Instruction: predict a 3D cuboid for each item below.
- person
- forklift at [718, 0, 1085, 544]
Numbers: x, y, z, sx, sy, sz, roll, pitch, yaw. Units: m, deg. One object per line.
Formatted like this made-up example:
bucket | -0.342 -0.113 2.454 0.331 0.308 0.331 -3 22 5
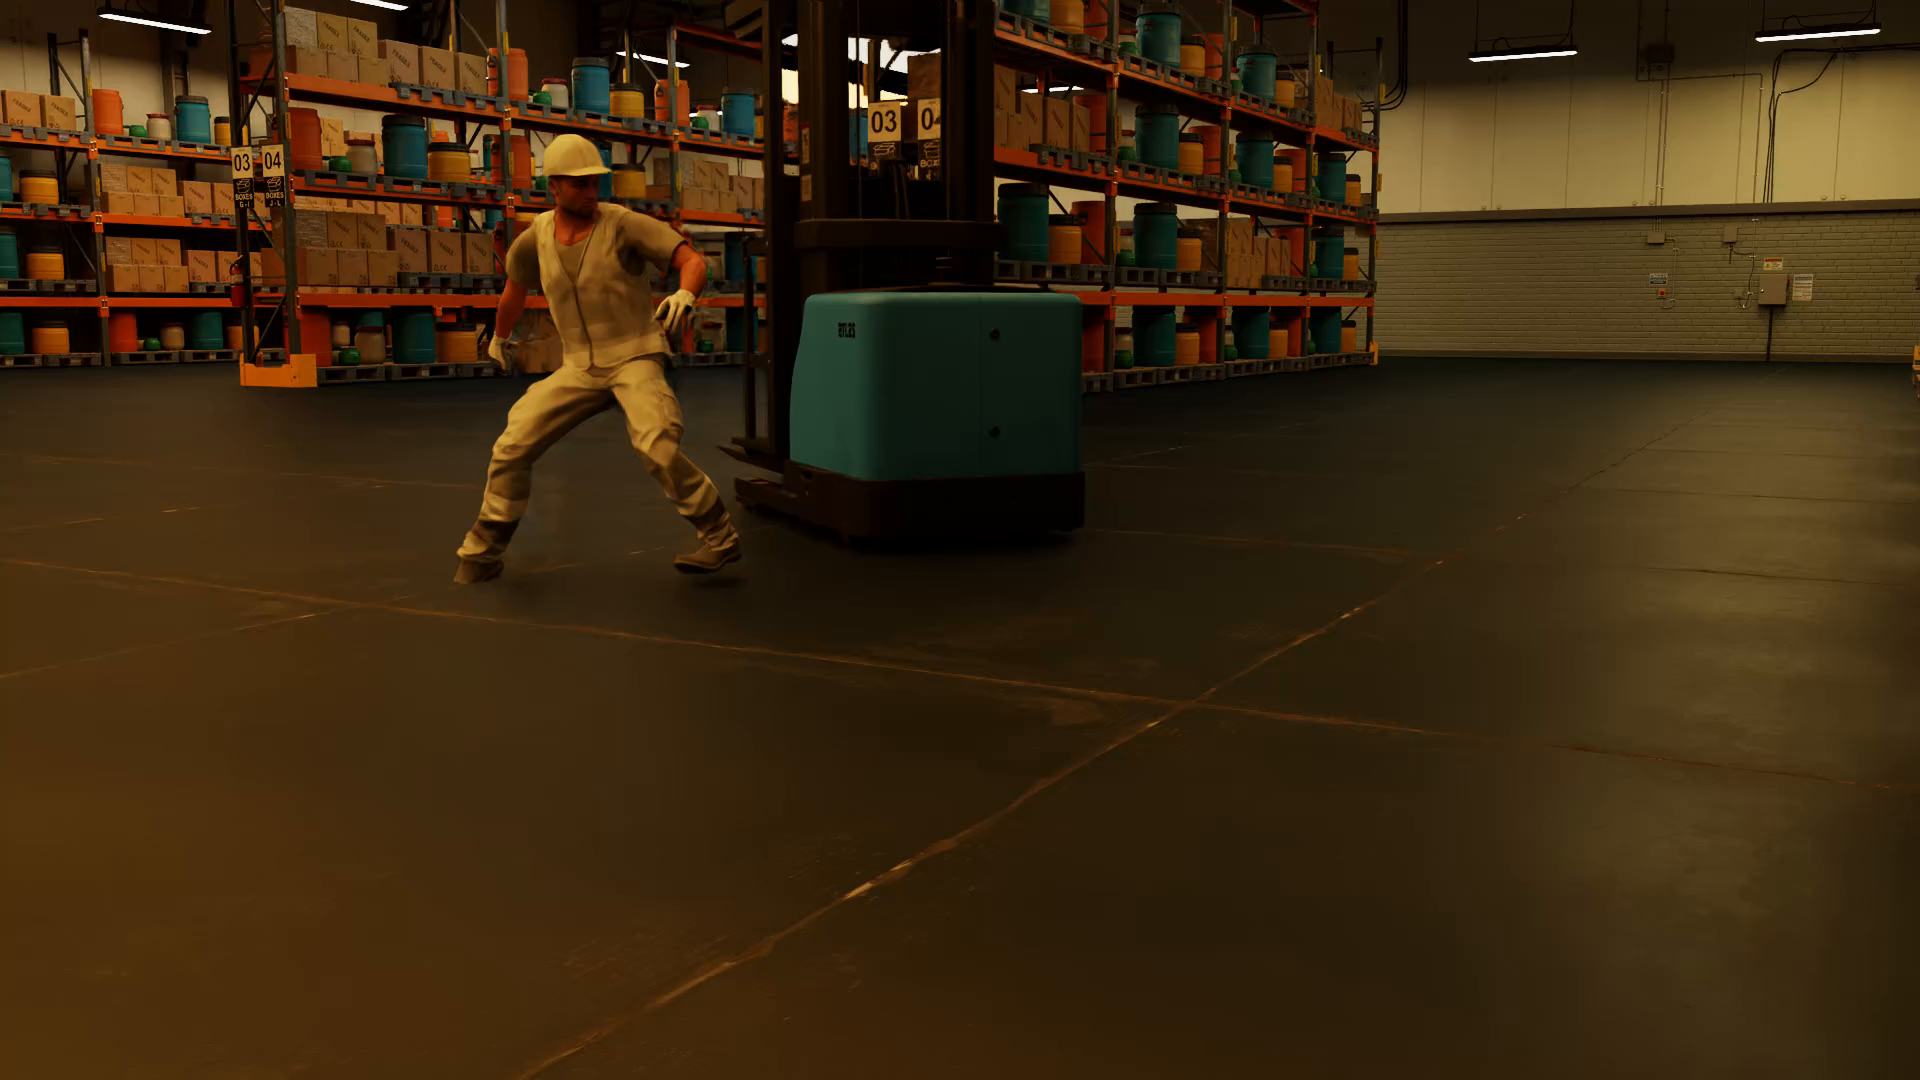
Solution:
person | -1.371 -0.588 6.095 1.128 1.732 0.579 3 8 21
forklift | -0.496 -1.600 8.190 1.130 2.935 3.031 -3 9 -23
